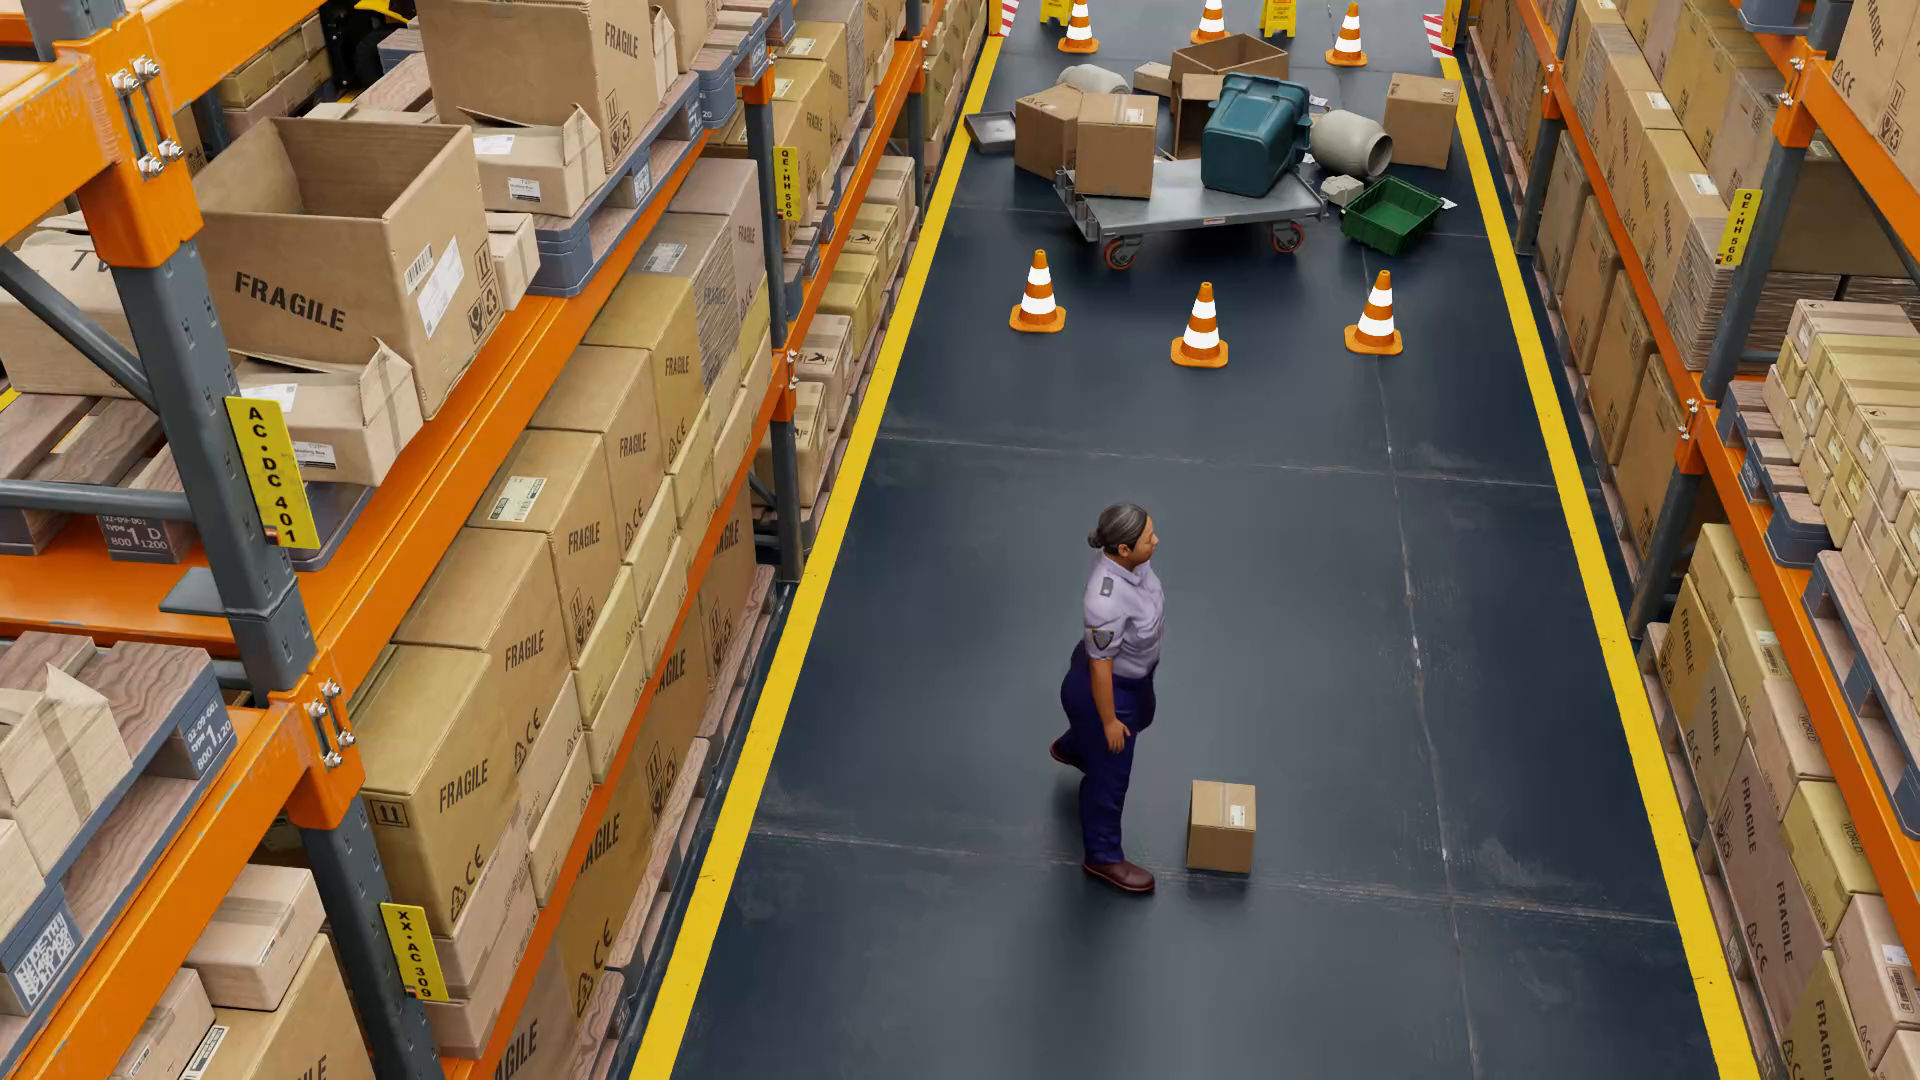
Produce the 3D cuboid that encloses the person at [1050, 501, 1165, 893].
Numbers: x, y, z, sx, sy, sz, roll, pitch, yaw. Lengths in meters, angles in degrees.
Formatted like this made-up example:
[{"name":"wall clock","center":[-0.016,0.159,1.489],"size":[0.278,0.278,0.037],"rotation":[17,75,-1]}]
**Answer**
[{"name":"person","center":[0.584,0.513,6.339],"size":[0.523,1.660,0.657],"rotation":[9,37,12]}]
